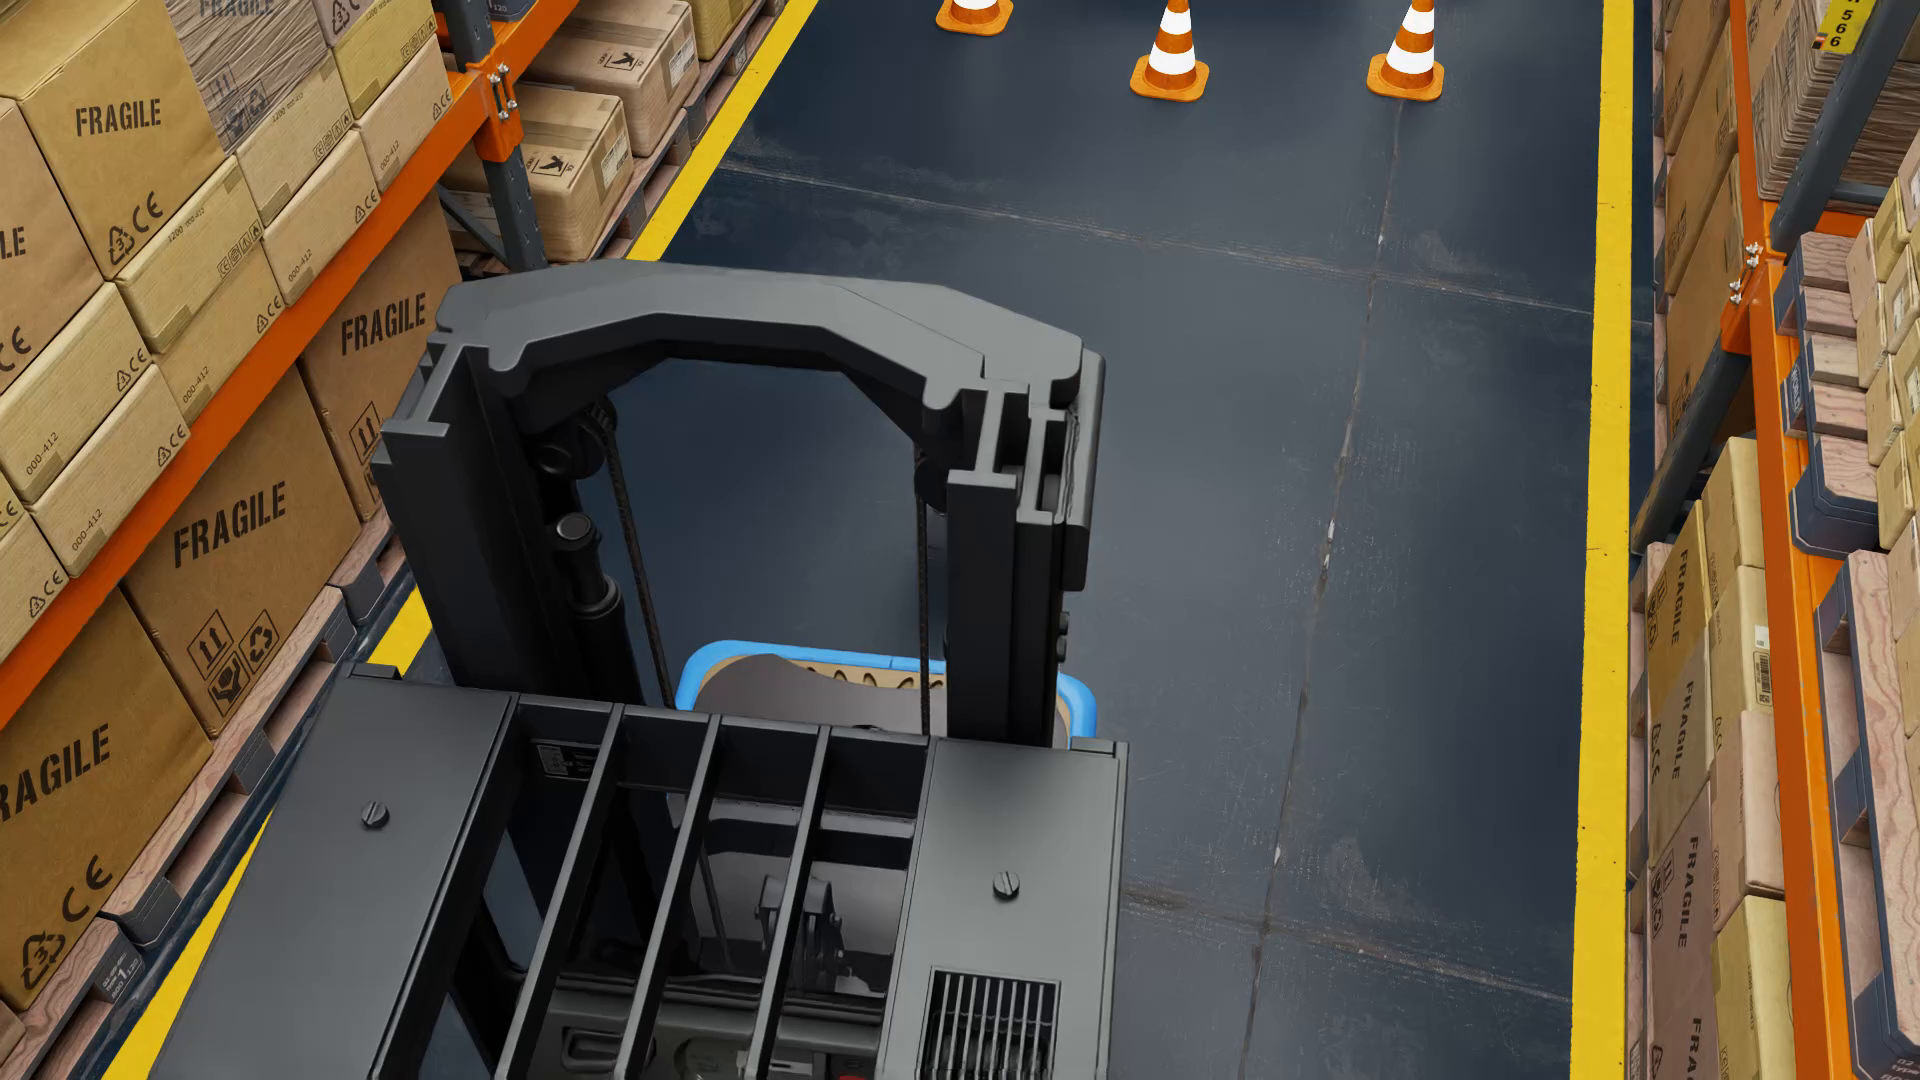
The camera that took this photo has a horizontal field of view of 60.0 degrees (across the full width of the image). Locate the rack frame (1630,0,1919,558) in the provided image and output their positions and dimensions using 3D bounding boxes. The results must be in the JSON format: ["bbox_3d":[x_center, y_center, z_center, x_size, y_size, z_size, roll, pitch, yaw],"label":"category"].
[{"bbox_3d":[2.796,-0.885,4.531,1.000,3.000,0.127,12,50,10],"label":"rack frame"}]

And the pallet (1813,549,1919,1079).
[{"bbox_3d":[2.314,0.618,3.332,1.003,0.211,1.213,12,50,10],"label":"pallet"}]

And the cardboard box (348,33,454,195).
[{"bbox_3d":[-1.889,-1.322,5.016,0.500,0.250,0.500,10,49,9],"label":"cardboard box"}]

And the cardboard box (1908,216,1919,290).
[{"bbox_3d":[2.419,-0.647,3.811,0.380,0.149,0.250,10,49,9],"label":"cardboard box"}]

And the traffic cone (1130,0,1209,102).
[{"bbox_3d":[0.959,-2.262,7.438,0.336,0.463,0.334,12,50,10],"label":"traffic cone"}]

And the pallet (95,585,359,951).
[{"bbox_3d":[-2.609,0.569,5.107,1.003,0.211,1.213,12,50,10],"label":"pallet"}]

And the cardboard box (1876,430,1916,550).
[{"bbox_3d":[2.273,-0.072,3.701,0.380,0.149,0.250,14,50,12],"label":"cardboard box"}]

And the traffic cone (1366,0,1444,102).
[{"bbox_3d":[2.039,-2.267,7.442,0.336,0.463,0.334,12,50,10],"label":"traffic cone"}]

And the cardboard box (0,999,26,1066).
[{"bbox_3d":[-2.973,1.204,3.824,0.875,0.875,0.875,13,50,11],"label":"cardboard box"}]

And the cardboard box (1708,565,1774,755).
[{"bbox_3d":[2.247,0.373,4.307,0.500,0.250,0.500,11,49,10],"label":"cardboard box"}]

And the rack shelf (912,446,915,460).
[{"bbox_3d":[-0.002,-0.329,5.365,0.258,0.077,0.200,12,50,10],"label":"rack shelf"}]

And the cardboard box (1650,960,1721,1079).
[{"bbox_3d":[1.969,1.370,3.927,0.500,0.500,0.500,11,49,9],"label":"cardboard box"}]

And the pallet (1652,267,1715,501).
[{"bbox_3d":[3.076,-0.518,6.066,1.003,0.211,1.213,12,50,10],"label":"pallet"}]

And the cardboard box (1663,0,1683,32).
[{"bbox_3d":[3.772,-2.706,7.358,1.050,0.750,0.750,11,50,10],"label":"cardboard box"}]

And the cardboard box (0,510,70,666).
[{"bbox_3d":[-2.404,0.146,3.721,0.500,0.250,0.500,11,50,10],"label":"cardboard box"}]

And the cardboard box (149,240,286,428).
[{"bbox_3d":[-2.156,-0.589,4.369,0.500,0.250,0.500,11,50,10],"label":"cardboard box"}]

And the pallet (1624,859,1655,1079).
[{"bbox_3d":[2.266,1.482,4.301,1.003,0.211,1.213,12,50,10],"label":"pallet"}]

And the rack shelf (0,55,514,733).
[{"bbox_3d":[-2.533,-0.104,4.321,1.077,0.370,4.000,12,50,10],"label":"rack shelf"}]

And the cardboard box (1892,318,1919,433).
[{"bbox_3d":[2.339,-0.339,3.738,0.380,0.149,0.250,10,49,9],"label":"cardboard box"}]

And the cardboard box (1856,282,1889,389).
[{"bbox_3d":[2.413,-0.463,4.046,0.380,0.149,0.250,14,50,12],"label":"cardboard box"}]

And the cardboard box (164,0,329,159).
[{"bbox_3d":[-2.017,-1.355,4.211,0.500,0.500,0.500,12,50,11],"label":"cardboard box"}]

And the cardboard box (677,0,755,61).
[{"bbox_3d":[-1.456,-2.548,7.471,0.950,0.372,0.625,13,50,11],"label":"cardboard box"}]

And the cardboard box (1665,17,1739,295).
[{"bbox_3d":[3.270,-1.335,6.148,1.050,0.750,0.750,12,50,11],"label":"cardboard box"}]

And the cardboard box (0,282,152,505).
[{"bbox_3d":[-2.271,-0.383,3.854,0.500,0.250,0.500,10,49,9],"label":"cardboard box"}]

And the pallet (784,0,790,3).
[{"bbox_3d":[-1.157,-3.196,8.430,1.003,0.211,1.213,12,50,10],"label":"pallet"}]

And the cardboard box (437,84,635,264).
[{"bbox_3d":[-1.848,-1.465,6.515,0.950,0.372,0.625,9,49,7],"label":"cardboard box"}]

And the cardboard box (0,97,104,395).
[{"bbox_3d":[-2.294,-0.632,3.574,0.500,0.500,0.500,11,49,9],"label":"cardboard box"}]

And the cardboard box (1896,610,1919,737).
[{"bbox_3d":[2.136,0.302,3.370,0.380,0.149,0.250,12,50,11],"label":"cardboard box"}]

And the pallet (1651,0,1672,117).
[{"bbox_3d":[3.718,-2.283,7.624,1.003,0.211,1.213,12,50,10],"label":"pallet"}]

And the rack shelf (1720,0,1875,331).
[{"bbox_3d":[3.322,-2.094,6.077,1.077,0.370,4.000,12,50,10],"label":"rack shelf"}]

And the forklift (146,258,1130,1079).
[{"bbox_3d":[-0.350,1.123,2.804,1.130,2.935,3.031,5,49,5],"label":"forklift"}]

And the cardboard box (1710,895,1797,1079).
[{"bbox_3d":[1.969,1.105,3.661,0.500,0.250,0.500,10,49,8],"label":"cardboard box"}]

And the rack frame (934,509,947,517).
[{"bbox_3d":[0.025,-0.365,5.472,0.240,0.900,0.006,12,50,10],"label":"rack frame"}]

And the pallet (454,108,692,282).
[{"bbox_3d":[-1.799,-1.431,6.872,1.003,0.211,1.213,12,50,10],"label":"pallet"}]

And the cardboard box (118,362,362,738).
[{"bbox_3d":[-2.507,-0.097,4.972,0.875,0.875,0.875,12,50,10],"label":"cardboard box"}]

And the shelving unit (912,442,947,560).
[{"bbox_3d":[-0.002,-0.292,5.407,0.258,0.900,0.210,12,50,10],"label":"shelving unit"}]

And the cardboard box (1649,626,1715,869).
[{"bbox_3d":[2.235,0.629,4.582,0.500,0.500,0.500,12,50,10],"label":"cardboard box"}]

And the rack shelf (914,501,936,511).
[{"bbox_3d":[-0.002,-0.151,5.567,0.258,0.077,0.200,12,50,10],"label":"rack shelf"}]

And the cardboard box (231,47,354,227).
[{"bbox_3d":[-2.020,-1.133,4.516,0.500,0.250,0.500,10,49,9],"label":"cardboard box"}]

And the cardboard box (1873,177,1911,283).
[{"bbox_3d":[2.475,-0.730,4.082,0.380,0.149,0.250,14,50,12],"label":"cardboard box"}]

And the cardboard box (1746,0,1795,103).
[{"bbox_3d":[2.788,-1.658,5.146,0.500,0.500,0.500,12,50,10],"label":"cardboard box"}]

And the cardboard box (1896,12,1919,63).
[{"bbox_3d":[2.924,-1.572,4.403,0.700,0.500,0.500,11,50,10],"label":"cardboard box"}]

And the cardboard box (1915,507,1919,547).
[{"bbox_3d":[2.206,0.023,3.418,0.380,0.149,0.250,12,50,10],"label":"cardboard box"}]
